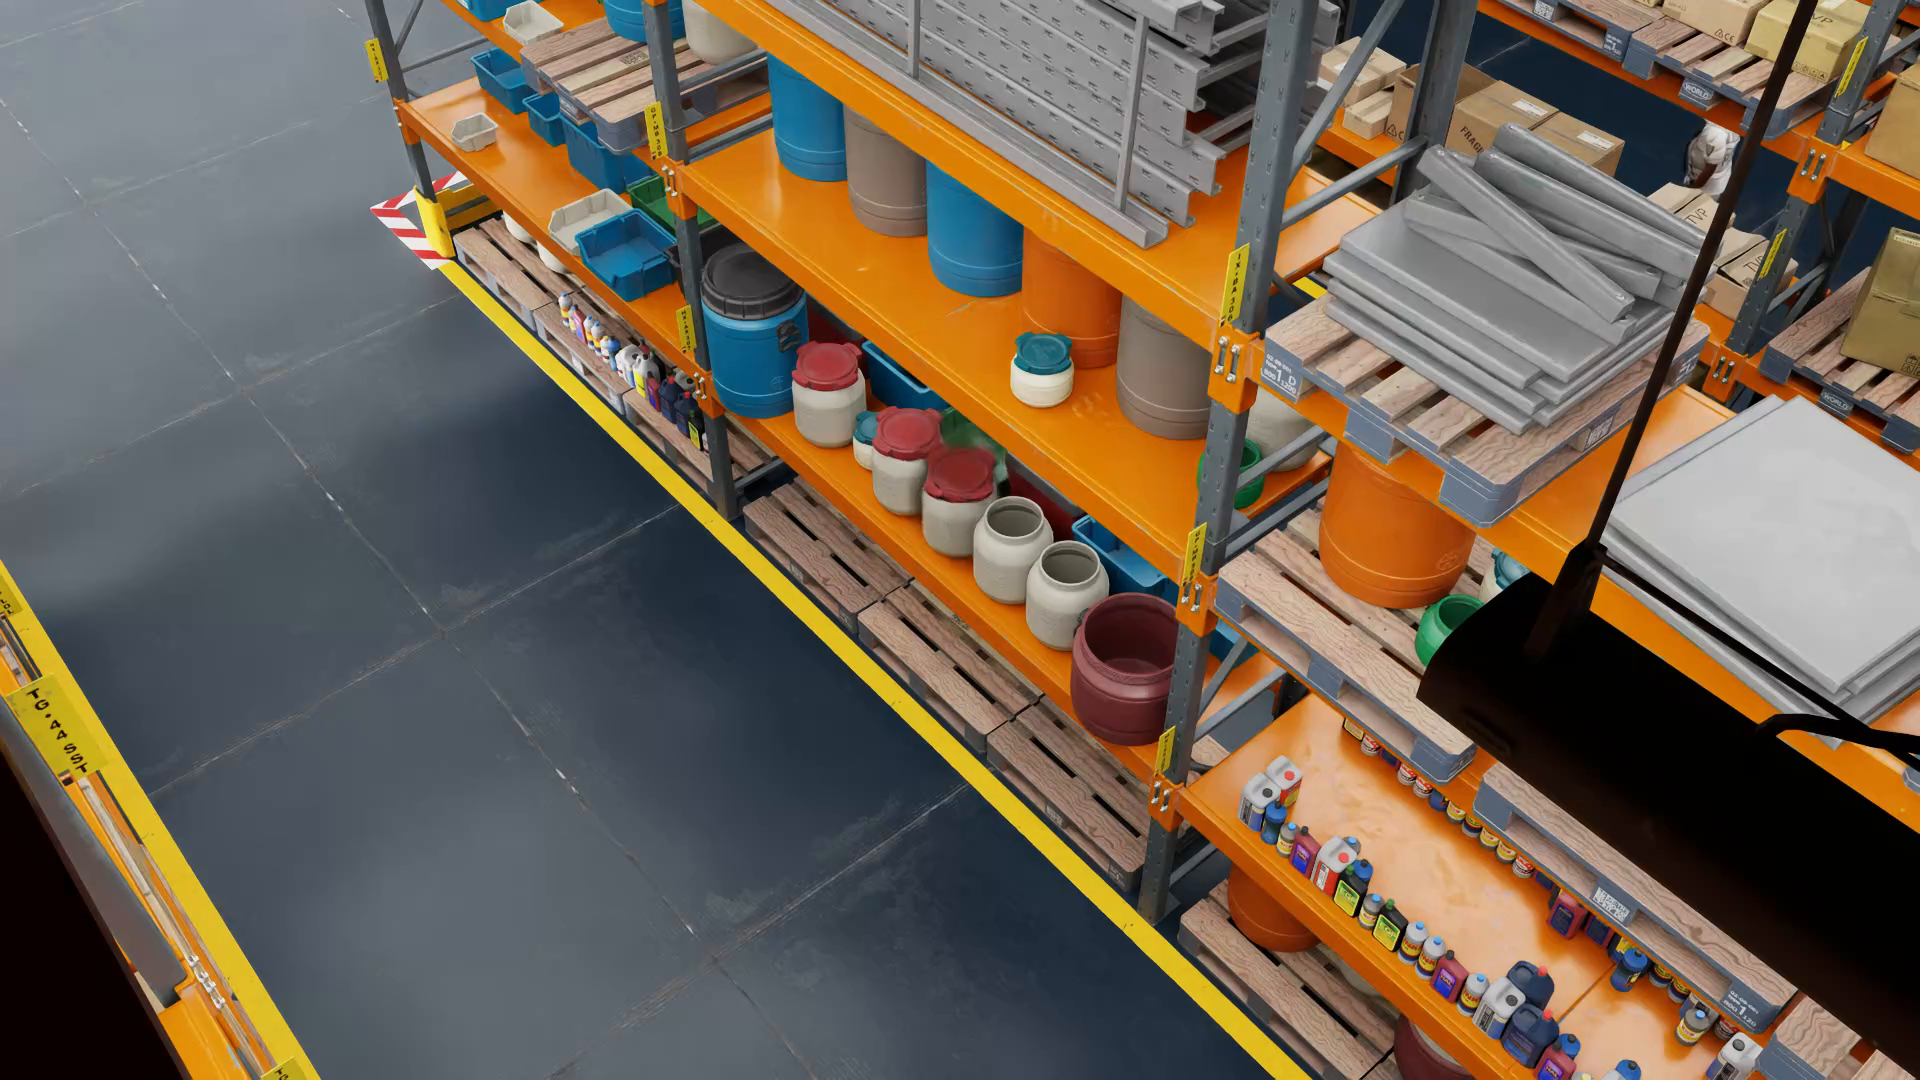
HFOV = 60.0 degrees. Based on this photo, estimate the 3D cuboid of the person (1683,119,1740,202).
[{"bbox_3d":[5.557,-2.618,12.346,0.520,1.657,0.544,29,53,25],"label":"person"}]
